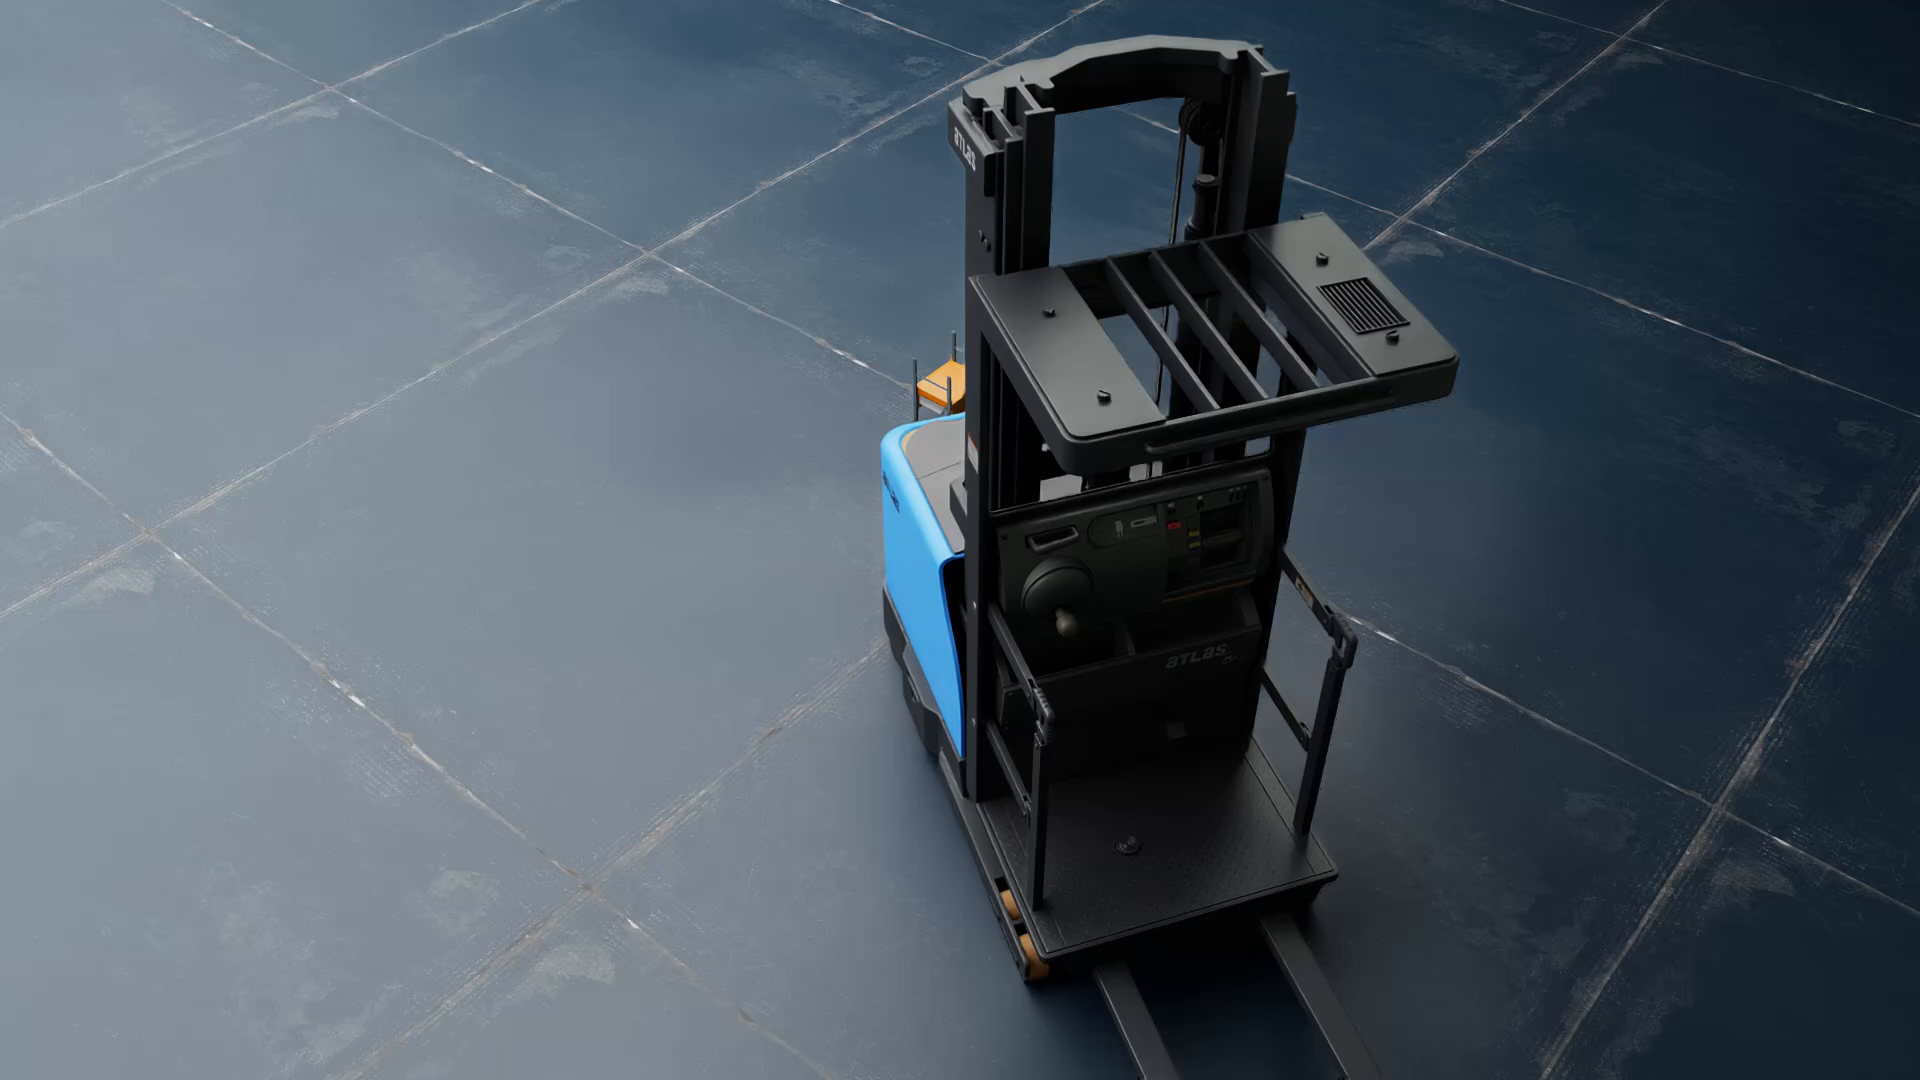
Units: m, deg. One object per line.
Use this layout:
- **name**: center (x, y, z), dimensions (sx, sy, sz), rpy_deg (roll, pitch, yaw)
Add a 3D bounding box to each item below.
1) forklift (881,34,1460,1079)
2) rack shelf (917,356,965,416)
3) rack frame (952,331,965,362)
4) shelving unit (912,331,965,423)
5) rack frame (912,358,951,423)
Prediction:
- **forklift**: center (0.633, 0.125, 5.116), dimensions (1.130, 2.935, 3.031), rpy_deg (-13, 44, -14)
- **rack shelf**: center (-0.034, -0.563, 6.865), dimensions (0.215, 0.259, 0.240), rpy_deg (29, 50, 28)
- **rack frame**: center (0.044, -0.424, 7.118), dimensions (0.200, 1.050, 0.008), rpy_deg (29, 50, 28)
- **shelving unit**: center (-0.034, -0.361, 7.049), dimensions (0.215, 1.050, 0.252), rpy_deg (29, 50, 28)
- **rack frame**: center (-0.113, -0.298, 6.980), dimensions (0.200, 1.050, 0.008), rpy_deg (29, 50, 28)
